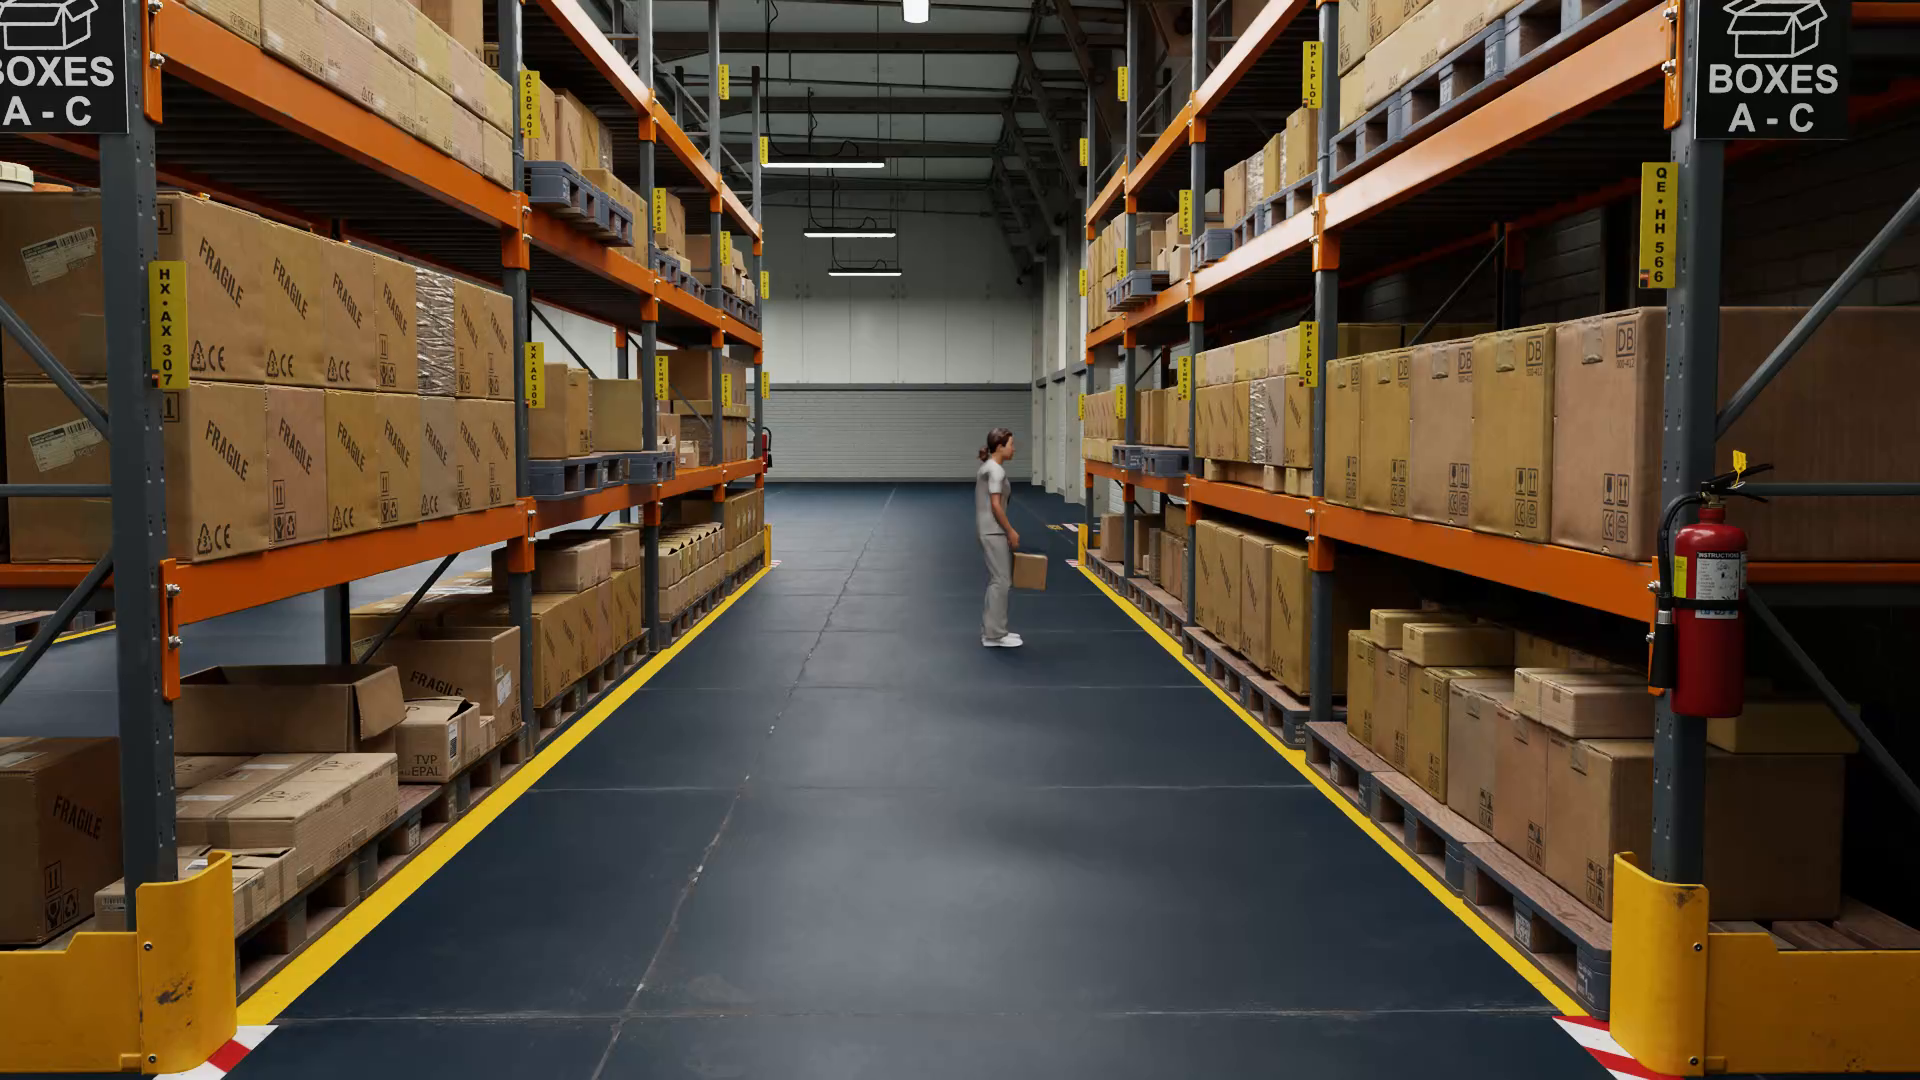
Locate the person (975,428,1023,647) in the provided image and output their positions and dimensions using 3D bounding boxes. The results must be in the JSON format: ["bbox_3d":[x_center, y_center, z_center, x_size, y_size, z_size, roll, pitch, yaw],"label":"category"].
[{"bbox_3d":[0.297,-0.027,12.839,0.364,1.676,0.473,0,4,-3],"label":"person"}]
